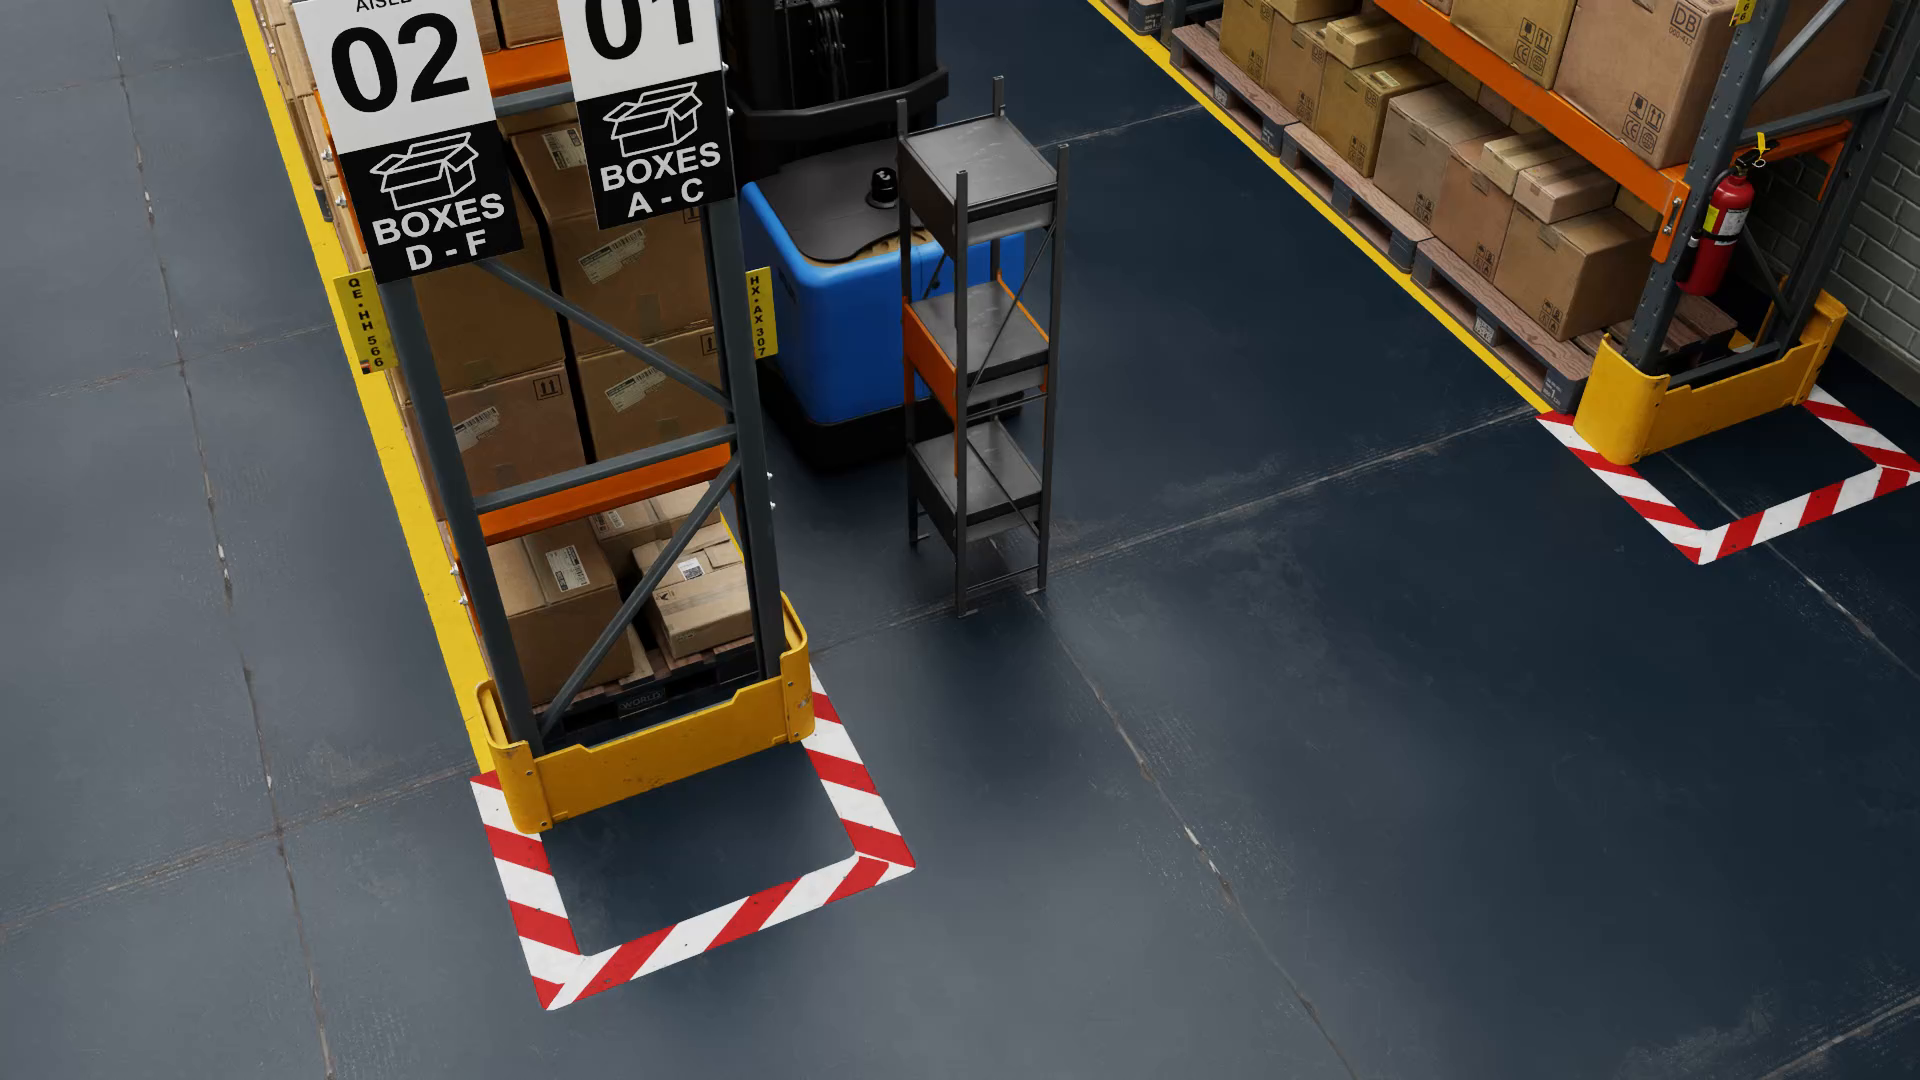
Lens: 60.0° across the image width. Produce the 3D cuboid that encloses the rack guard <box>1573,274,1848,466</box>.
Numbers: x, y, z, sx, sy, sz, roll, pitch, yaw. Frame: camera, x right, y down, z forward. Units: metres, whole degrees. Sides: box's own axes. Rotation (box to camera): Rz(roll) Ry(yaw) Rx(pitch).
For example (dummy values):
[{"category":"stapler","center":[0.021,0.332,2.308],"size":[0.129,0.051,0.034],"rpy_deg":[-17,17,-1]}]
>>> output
[{"category":"rack guard","center":[3.398,-0.778,7.551],"size":[1.175,0.500,0.348],"rpy_deg":[-18,47,-17]}]

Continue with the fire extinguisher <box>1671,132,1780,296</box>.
[{"category":"fire extinguisher","center":[3.033,-1.290,6.611],"size":[0.296,0.674,0.183],"rpy_deg":[-18,47,-17]}]

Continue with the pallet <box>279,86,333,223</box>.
[{"category":"pallet","center":[-3.163,-2.281,9.280],"size":[1.003,0.211,1.213],"rpy_deg":[-18,47,-17]}]

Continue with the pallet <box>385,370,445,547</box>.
[{"category":"pallet","center":[-1.982,-0.557,7.533],"size":[1.003,0.211,1.213],"rpy_deg":[-18,47,-17]}]

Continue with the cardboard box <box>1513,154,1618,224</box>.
[{"category":"cardboard box","center":[2.783,-1.618,7.642],"size":[0.380,0.149,0.250],"rpy_deg":[-19,48,-18]}]

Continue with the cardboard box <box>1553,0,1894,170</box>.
[{"category":"cardboard box","center":[3.164,-2.111,6.910],"size":[0.980,0.700,0.700],"rpy_deg":[-16,47,-16]}]

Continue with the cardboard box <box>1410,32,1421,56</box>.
[{"category":"cardboard box","center":[2.487,-2.702,8.741],"size":[0.380,0.149,0.250],"rpy_deg":[-18,47,-17]}]

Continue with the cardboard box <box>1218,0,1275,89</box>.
[{"category":"cardboard box","center":[1.927,-2.985,9.489],"size":[0.700,0.500,0.500],"rpy_deg":[-17,47,-17]}]

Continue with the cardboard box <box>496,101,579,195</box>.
[{"category":"cardboard box","center":[-1.279,-1.300,5.518],"size":[0.500,0.500,0.500],"rpy_deg":[-18,47,-17]}]

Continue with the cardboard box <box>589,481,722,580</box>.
[{"category":"cardboard box","center":[-1.287,-0.144,6.774],"size":[0.500,0.250,0.500],"rpy_deg":[-18,47,-17]}]

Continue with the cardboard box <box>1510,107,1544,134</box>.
[{"category":"cardboard box","center":[2.918,-2.051,8.081],"size":[0.380,0.149,0.250],"rpy_deg":[-18,47,-17]}]

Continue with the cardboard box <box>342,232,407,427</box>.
[{"category":"cardboard box","center":[-1.762,-0.788,5.710],"size":[0.500,0.500,0.500],"rpy_deg":[-18,47,-17]}]

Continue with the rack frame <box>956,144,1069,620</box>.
[{"category":"rack frame","center":[0.172,-0.486,6.117],"size":[0.400,2.100,0.015],"rpy_deg":[-18,47,-17]}]

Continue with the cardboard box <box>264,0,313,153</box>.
[{"category":"cardboard box","center":[-2.193,-1.789,6.014],"size":[0.500,0.500,0.500],"rpy_deg":[-17,47,-16]}]

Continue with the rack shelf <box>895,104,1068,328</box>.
[{"category":"rack shelf","center":[0.070,-1.130,5.792],"size":[0.431,0.518,0.480],"rpy_deg":[-18,47,-17]}]

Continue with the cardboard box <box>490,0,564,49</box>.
[{"category":"cardboard box","center":[-1.090,-1.634,4.611],"size":[0.500,0.250,0.500],"rpy_deg":[-18,47,-17]}]

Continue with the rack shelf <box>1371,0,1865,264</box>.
[{"category":"rack shelf","center":[2.547,-2.701,8.233],"size":[1.077,0.370,4.000],"rpy_deg":[-18,47,-17]}]

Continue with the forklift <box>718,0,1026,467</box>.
[{"category":"forklift","center":[-0.764,-2.412,7.477],"size":[1.130,2.935,3.031],"rpy_deg":[-17,47,-17]}]

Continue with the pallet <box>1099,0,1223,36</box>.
[{"category":"pallet","center":[1.313,-3.709,10.727],"size":[1.003,0.211,1.213],"rpy_deg":[-18,47,-17]}]

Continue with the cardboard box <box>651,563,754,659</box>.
[{"category":"cardboard box","center":[-0.969,0.272,6.424],"size":[0.380,0.149,0.250],"rpy_deg":[-18,47,-17]}]

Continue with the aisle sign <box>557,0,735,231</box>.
[{"category":"aisle sign","center":[-0.810,-1.186,4.334],"size":[0.394,0.787,0.004],"rpy_deg":[-18,47,-17]}]

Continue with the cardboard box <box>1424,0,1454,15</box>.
[{"category":"cardboard box","center":[2.536,-3.060,7.871],"size":[0.980,0.700,0.700],"rpy_deg":[-20,48,-19]}]

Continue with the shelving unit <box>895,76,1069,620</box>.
[{"category":"shelving unit","center":[0.070,-0.642,6.274],"size":[0.431,2.100,0.503],"rpy_deg":[-18,47,-17]}]

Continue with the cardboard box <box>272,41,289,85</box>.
[{"category":"cardboard box","center":[-2.820,-2.397,7.341],"size":[0.500,0.500,0.500],"rpy_deg":[-17,47,-16]}]

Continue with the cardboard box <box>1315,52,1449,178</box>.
[{"category":"cardboard box","center":[2.349,-2.336,8.831],"size":[0.700,0.500,0.500],"rpy_deg":[-17,47,-16]}]

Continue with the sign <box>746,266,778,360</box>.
[{"category":"sign","center":[-0.613,-0.686,5.062],"size":[0.100,0.325,0.005],"rpy_deg":[-18,47,-17]}]

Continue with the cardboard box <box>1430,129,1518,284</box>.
[{"category":"cardboard box","center":[2.792,-1.678,8.164],"size":[0.700,0.500,0.500],"rpy_deg":[-18,47,-18]}]

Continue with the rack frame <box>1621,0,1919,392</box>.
[{"category":"rack frame","center":[3.388,-1.683,6.689],"size":[1.000,3.000,0.127],"rpy_deg":[-18,47,-17]}]

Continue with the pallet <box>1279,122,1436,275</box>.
[{"category":"pallet","center":[2.472,-1.953,8.948],"size":[1.003,0.211,1.213],"rpy_deg":[-18,47,-17]}]

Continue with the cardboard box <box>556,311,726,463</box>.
[{"category":"cardboard box","center":[-1.052,-0.614,5.534],"size":[0.500,0.500,0.500],"rpy_deg":[-17,47,-17]}]

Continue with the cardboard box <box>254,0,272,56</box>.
[{"category":"cardboard box","center":[-3.665,-2.900,9.389],"size":[0.500,0.500,0.500],"rpy_deg":[-17,47,-17]}]

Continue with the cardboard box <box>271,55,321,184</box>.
[{"category":"cardboard box","center":[-3.254,-2.263,8.743],"size":[0.500,0.500,0.500],"rpy_deg":[-18,47,-18]}]

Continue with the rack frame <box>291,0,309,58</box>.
[{"category":"rack frame","center":[-1.105,-2.353,3.096],"size":[1.000,3.000,0.127],"rpy_deg":[-18,47,-17]}]

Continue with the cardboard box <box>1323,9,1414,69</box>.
[{"category":"cardboard box","center":[2.125,-2.611,8.648],"size":[0.380,0.149,0.250],"rpy_deg":[-19,48,-19]}]

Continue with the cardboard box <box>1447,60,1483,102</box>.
[{"category":"cardboard box","center":[2.702,-2.377,8.411],"size":[0.380,0.149,0.250],"rpy_deg":[-18,47,-17]}]

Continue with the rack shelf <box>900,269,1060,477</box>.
[{"category":"rack shelf","center":[0.070,-0.632,6.284],"size":[0.431,0.518,0.480],"rpy_deg":[-18,47,-17]}]

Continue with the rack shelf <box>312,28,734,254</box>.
[{"category":"rack shelf","center":[-1.946,-2.304,5.694],"size":[1.077,0.370,4.000],"rpy_deg":[-18,47,-17]}]

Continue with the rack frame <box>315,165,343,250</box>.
[{"category":"rack frame","center":[-2.787,-2.766,7.787],"size":[1.000,3.000,0.127],"rpy_deg":[-18,47,-17]}]

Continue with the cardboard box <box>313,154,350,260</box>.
[{"category":"cardboard box","center":[-2.178,-1.428,6.360],"size":[0.500,0.500,0.500],"rpy_deg":[-19,48,-18]}]

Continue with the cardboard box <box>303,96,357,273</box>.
[{"category":"cardboard box","center":[-1.755,-1.133,5.348],"size":[0.500,0.500,0.500],"rpy_deg":[-17,47,-16]}]
